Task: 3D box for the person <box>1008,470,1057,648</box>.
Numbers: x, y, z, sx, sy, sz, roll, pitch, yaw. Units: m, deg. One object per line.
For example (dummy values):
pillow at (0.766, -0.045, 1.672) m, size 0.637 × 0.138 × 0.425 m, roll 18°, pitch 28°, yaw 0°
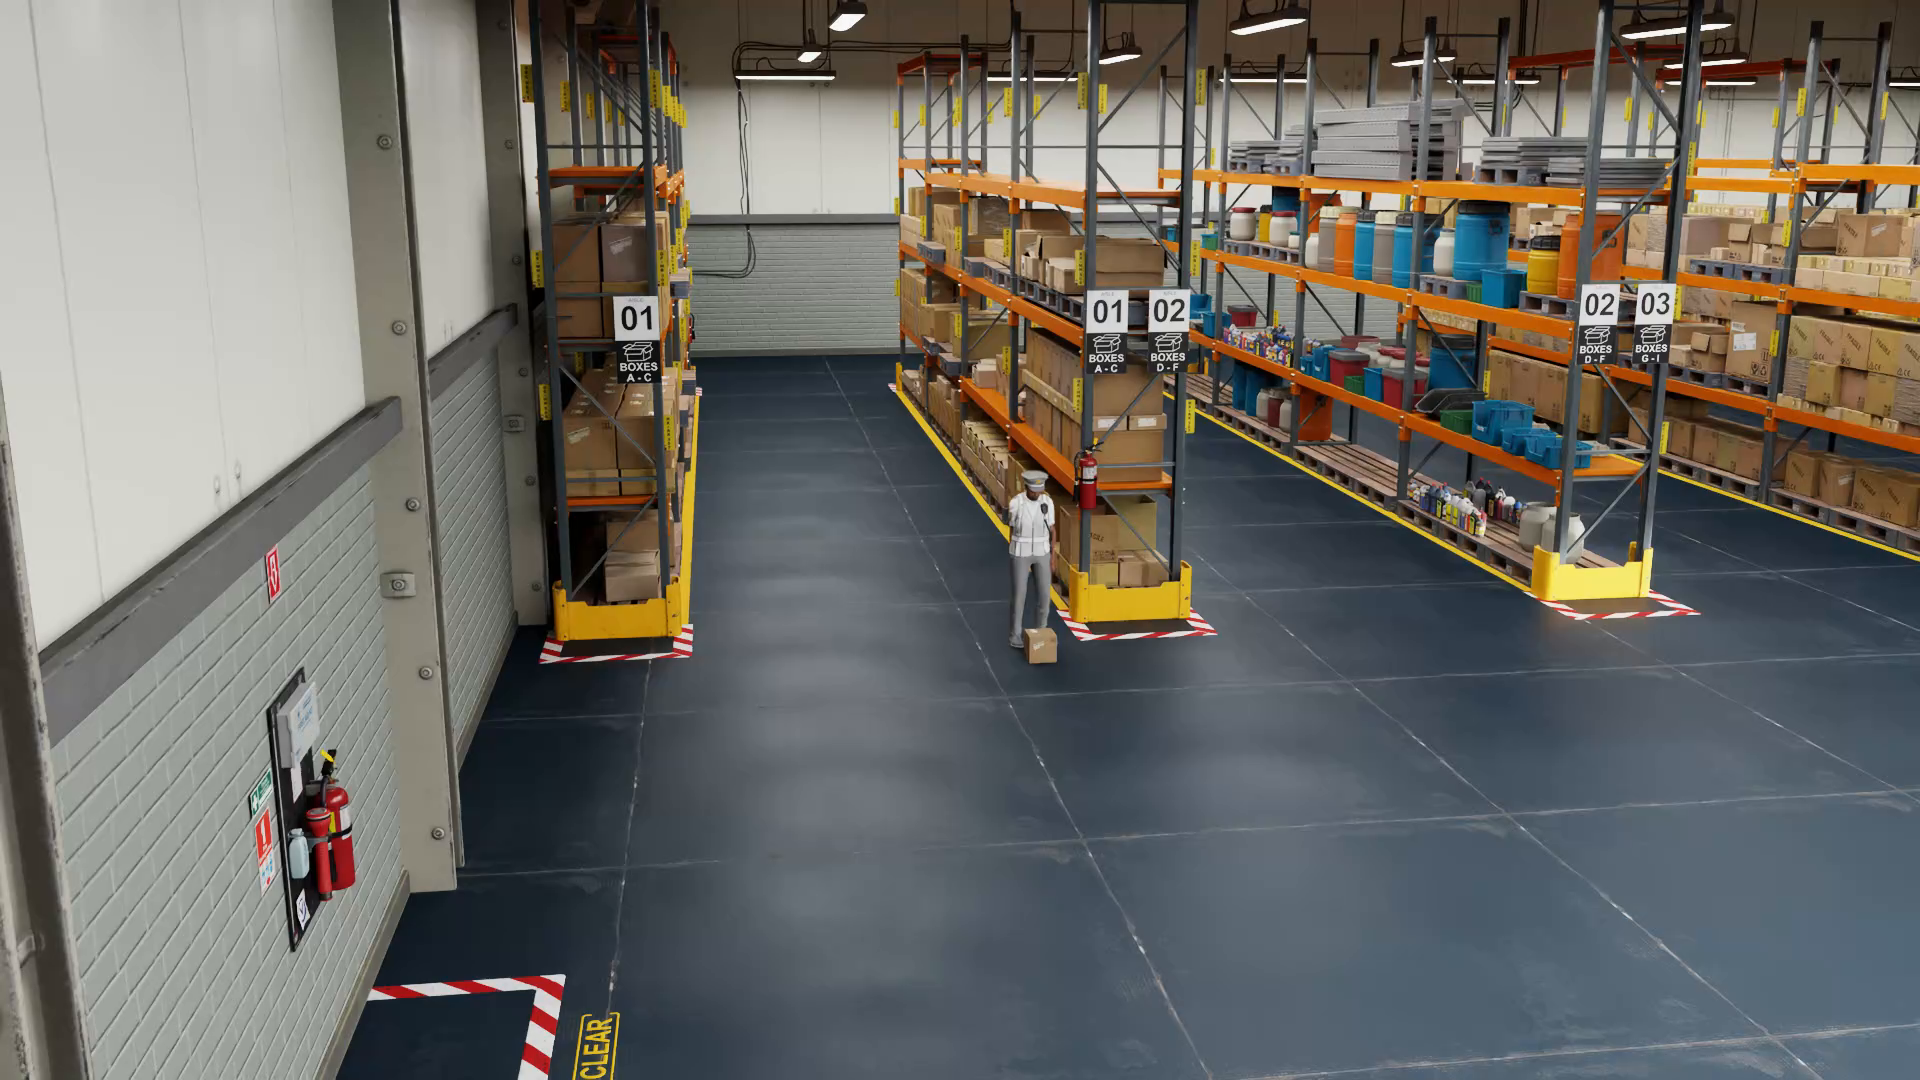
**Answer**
person at (0.668, 0.170, 15.316) m, size 0.443 × 1.651 × 0.351 m, roll -2°, pitch 13°, yaw -8°
